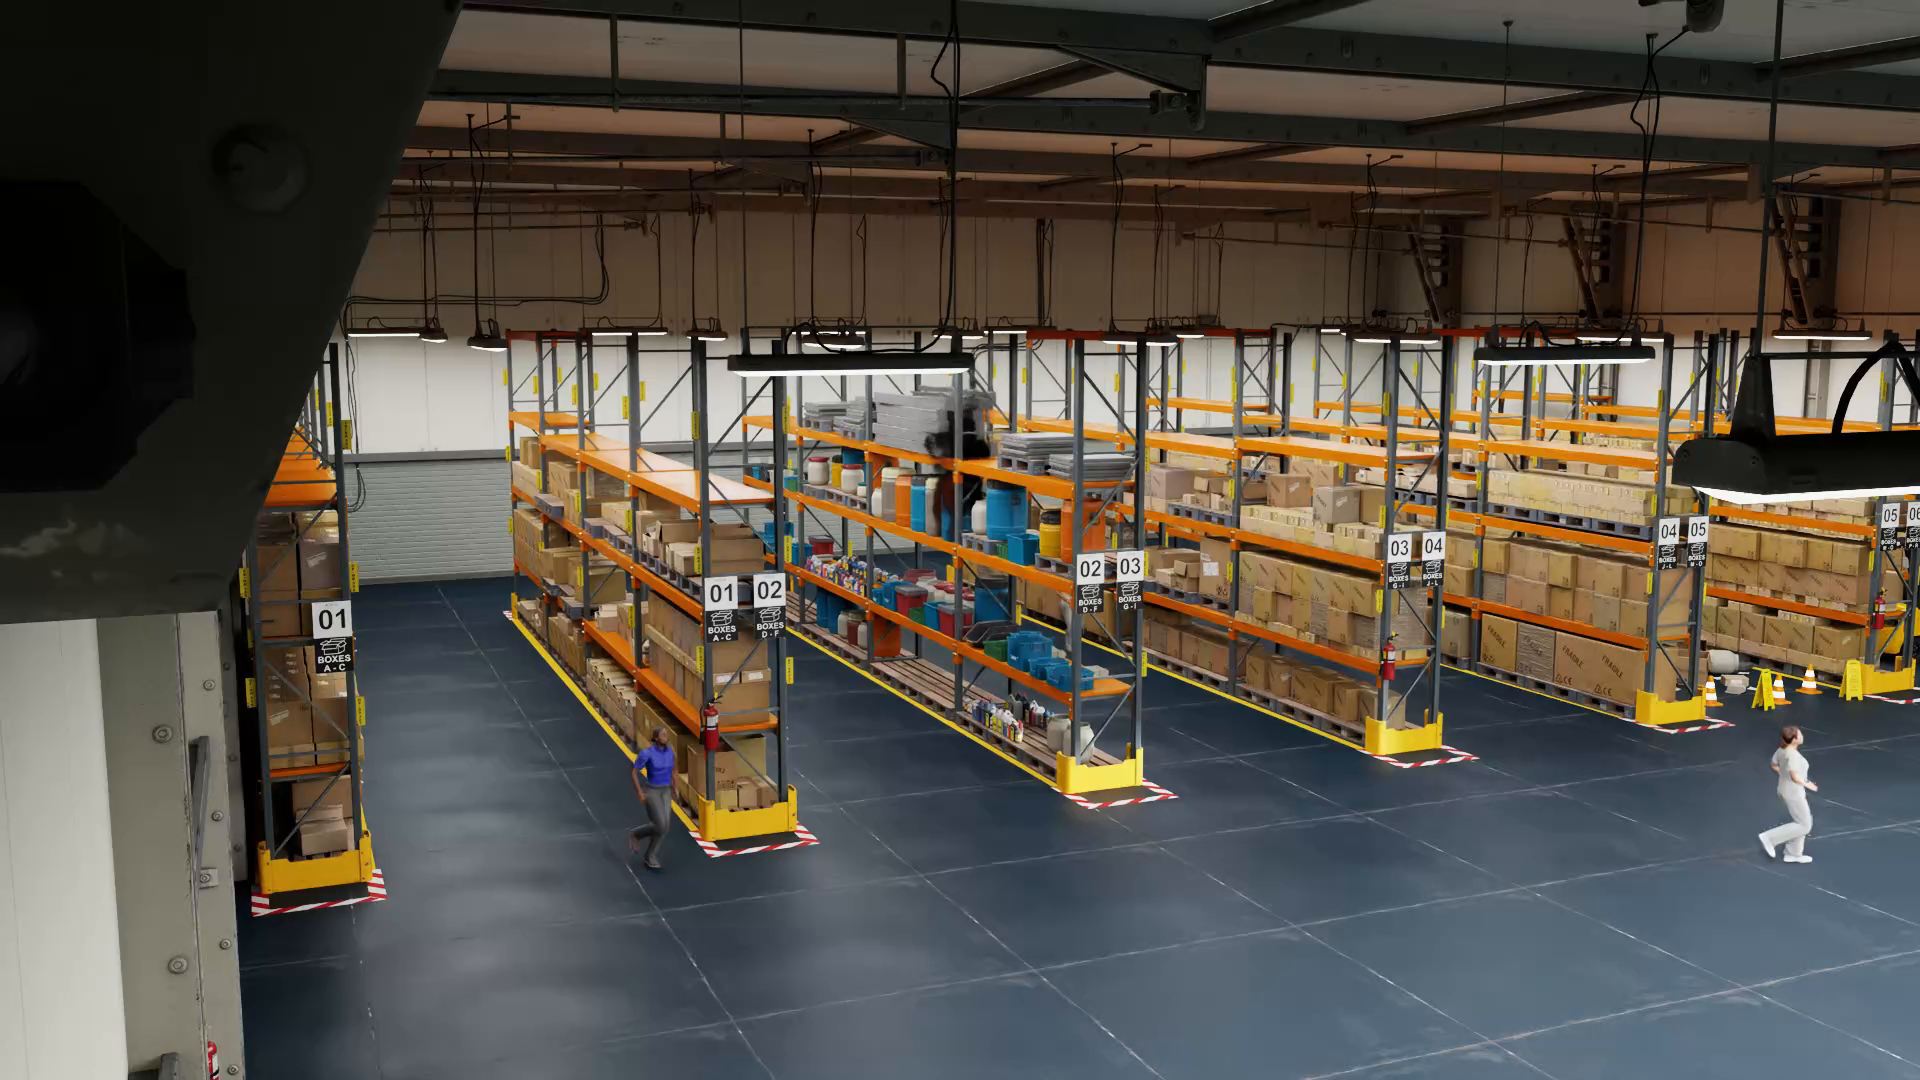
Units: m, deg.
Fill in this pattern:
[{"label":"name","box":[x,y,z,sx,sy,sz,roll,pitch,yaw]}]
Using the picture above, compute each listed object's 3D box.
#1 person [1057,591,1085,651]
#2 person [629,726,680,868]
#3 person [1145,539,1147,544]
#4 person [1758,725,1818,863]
[{"label":"person","box":[2.052,1.195,29.940,0.640,1.642,0.534,-4,9,-25]},{"label":"person","box":[-3.488,2.942,19.258,0.523,1.578,0.612,6,10,40]},{"label":"person","box":[3.849,0.555,36.176,0.719,1.846,0.763,-4,9,-26]},{"label":"person","box":[9.544,2.928,19.187,0.641,1.619,0.565,0,8,3]}]
